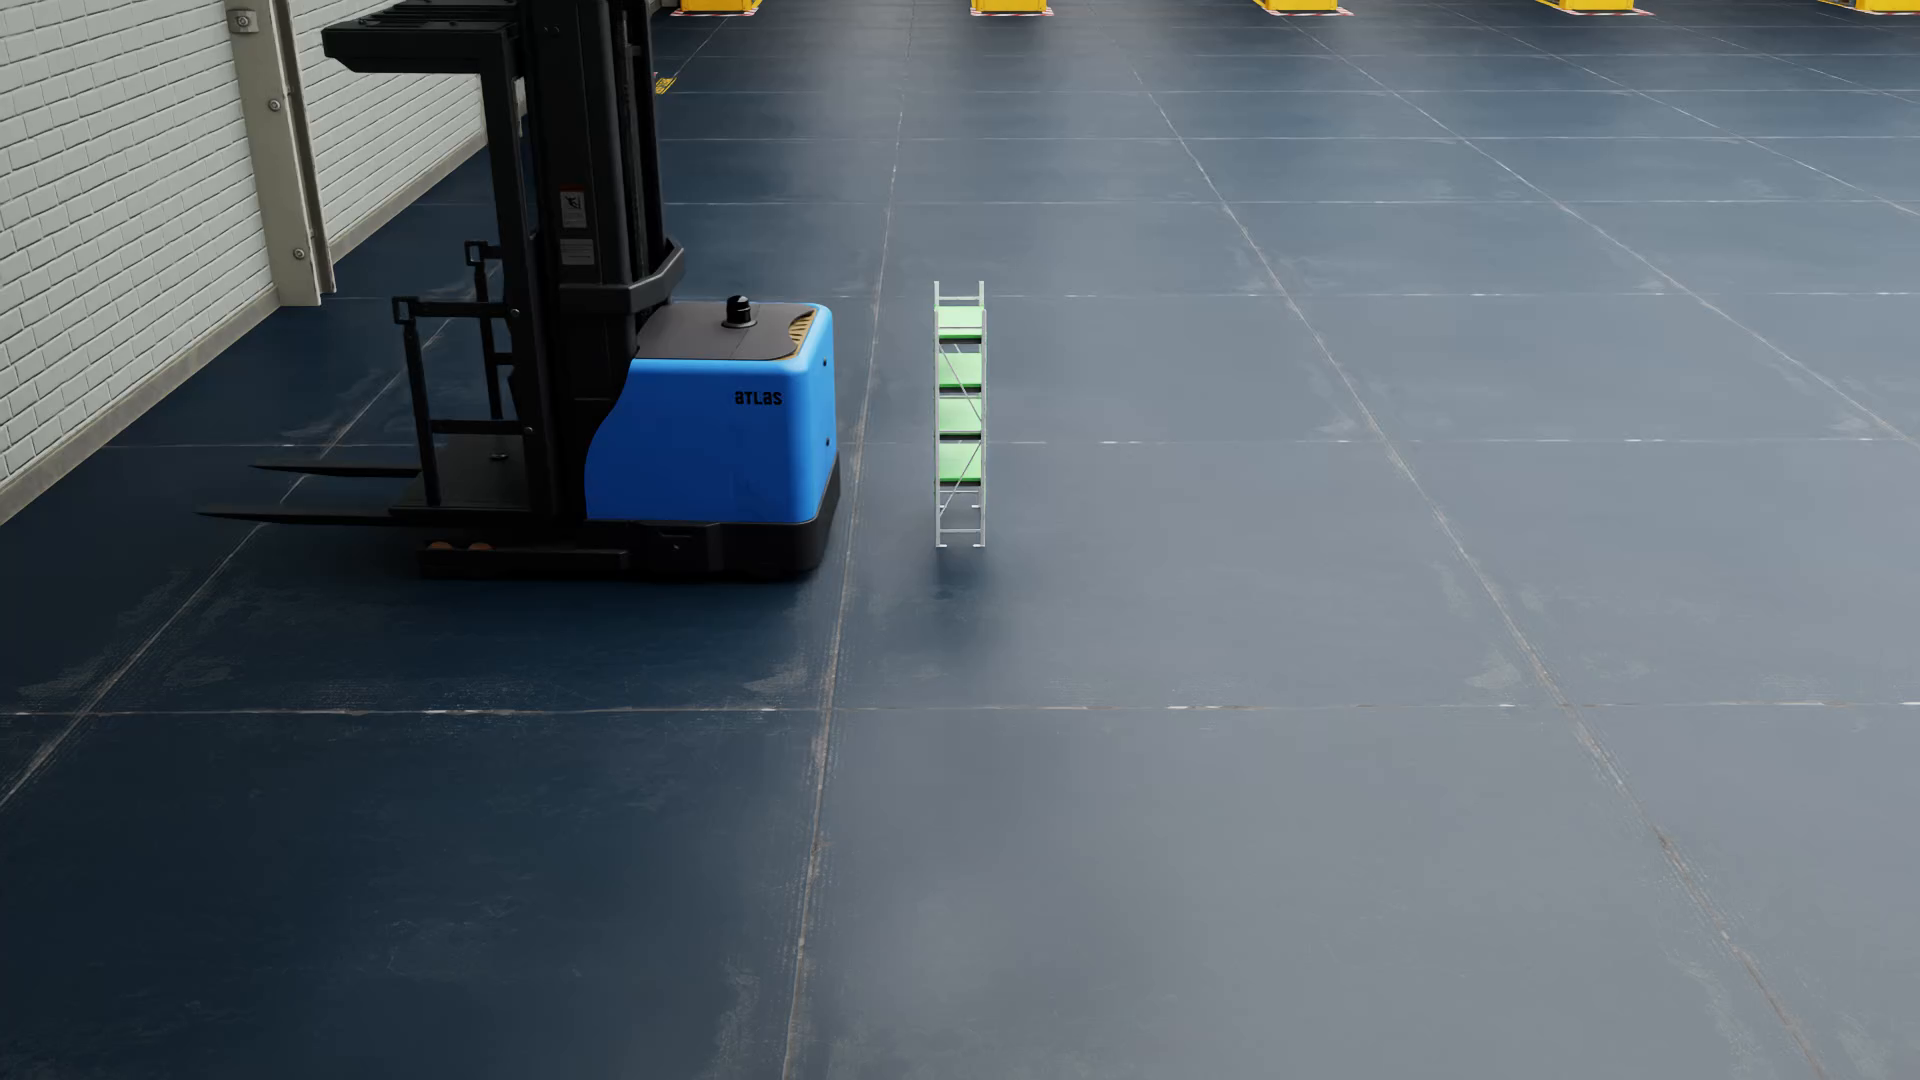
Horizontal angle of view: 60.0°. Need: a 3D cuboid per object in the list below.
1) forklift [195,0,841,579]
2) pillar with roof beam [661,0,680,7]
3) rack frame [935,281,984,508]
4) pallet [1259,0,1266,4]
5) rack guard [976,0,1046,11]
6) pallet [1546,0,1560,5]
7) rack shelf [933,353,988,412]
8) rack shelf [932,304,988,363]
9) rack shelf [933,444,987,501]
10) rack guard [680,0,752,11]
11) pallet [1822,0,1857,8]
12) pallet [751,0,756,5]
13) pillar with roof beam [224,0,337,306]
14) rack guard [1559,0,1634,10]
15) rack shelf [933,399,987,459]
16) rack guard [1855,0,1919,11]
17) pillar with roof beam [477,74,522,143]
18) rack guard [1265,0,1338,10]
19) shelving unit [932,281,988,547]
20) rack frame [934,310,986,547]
[{"bbox_3d":[-2.154,-1.370,7.722,3.031,2.935,1.130,1,24,3],"label":"forklift"},{"bbox_3d":[-0.669,-13.305,26.748,9.100,9.000,0.400,0,24,-1],"label":"pillar with roof beam"},{"bbox_3d":[-0.004,-0.715,8.376,0.240,1.200,0.015,0,24,-1],"label":"rack frame"},{"bbox_3d":[5.754,-9.408,28.795,1.003,0.211,1.213,0,24,-1],"label":"pallet"},{"bbox_3d":[0.853,-9.143,27.858,1.175,0.500,0.348,0,24,-1],"label":"rack guard"},{"bbox_3d":[10.784,-9.430,28.845,1.003,0.211,1.213,0,24,-1],"label":"pallet"},{"bbox_3d":[-0.002,-0.775,8.081,0.258,0.148,0.480,0,24,-1],"label":"rack shelf"},{"bbox_3d":[-0.002,-0.994,7.982,0.258,0.148,0.480,0,24,-1],"label":"rack shelf"},{"bbox_3d":[-0.002,-0.338,8.279,0.258,0.148,0.480,0,24,-1],"label":"rack shelf"},{"bbox_3d":[-4.102,-9.160,27.897,1.175,0.500,0.348,0,24,-1],"label":"rack guard"},{"bbox_3d":[15.632,-9.374,28.720,1.003,0.211,1.213,0,24,-1],"label":"pallet"},{"bbox_3d":[-4.075,-9.363,28.697,1.003,0.211,1.213,0,24,-1],"label":"pallet"},{"bbox_3d":[-0.472,-5.888,10.349,9.100,9.000,0.400,0,24,-1],"label":"pillar with roof beam"},{"bbox_3d":[10.757,-9.227,28.044,1.175,0.500,0.348,0,24,-1],"label":"rack guard"},{"bbox_3d":[-0.002,-0.557,8.180,0.258,0.148,0.480,0,24,-1],"label":"rack shelf"},{"bbox_3d":[15.719,-9.166,27.911,1.175,0.500,0.348,0,24,-1],"label":"rack guard"},{"bbox_3d":[-0.538,-8.360,15.815,9.100,9.000,0.400,0,24,-1],"label":"pillar with roof beam"},{"bbox_3d":[5.758,-9.204,27.995,1.175,0.500,0.348,0,24,-1],"label":"rack guard"},{"bbox_3d":[-0.002,-0.615,8.154,0.258,1.200,0.503,0,24,-1],"label":"shelving unit"},{"bbox_3d":[0.001,-0.514,7.931,0.240,1.200,0.015,0,24,-1],"label":"rack frame"}]
